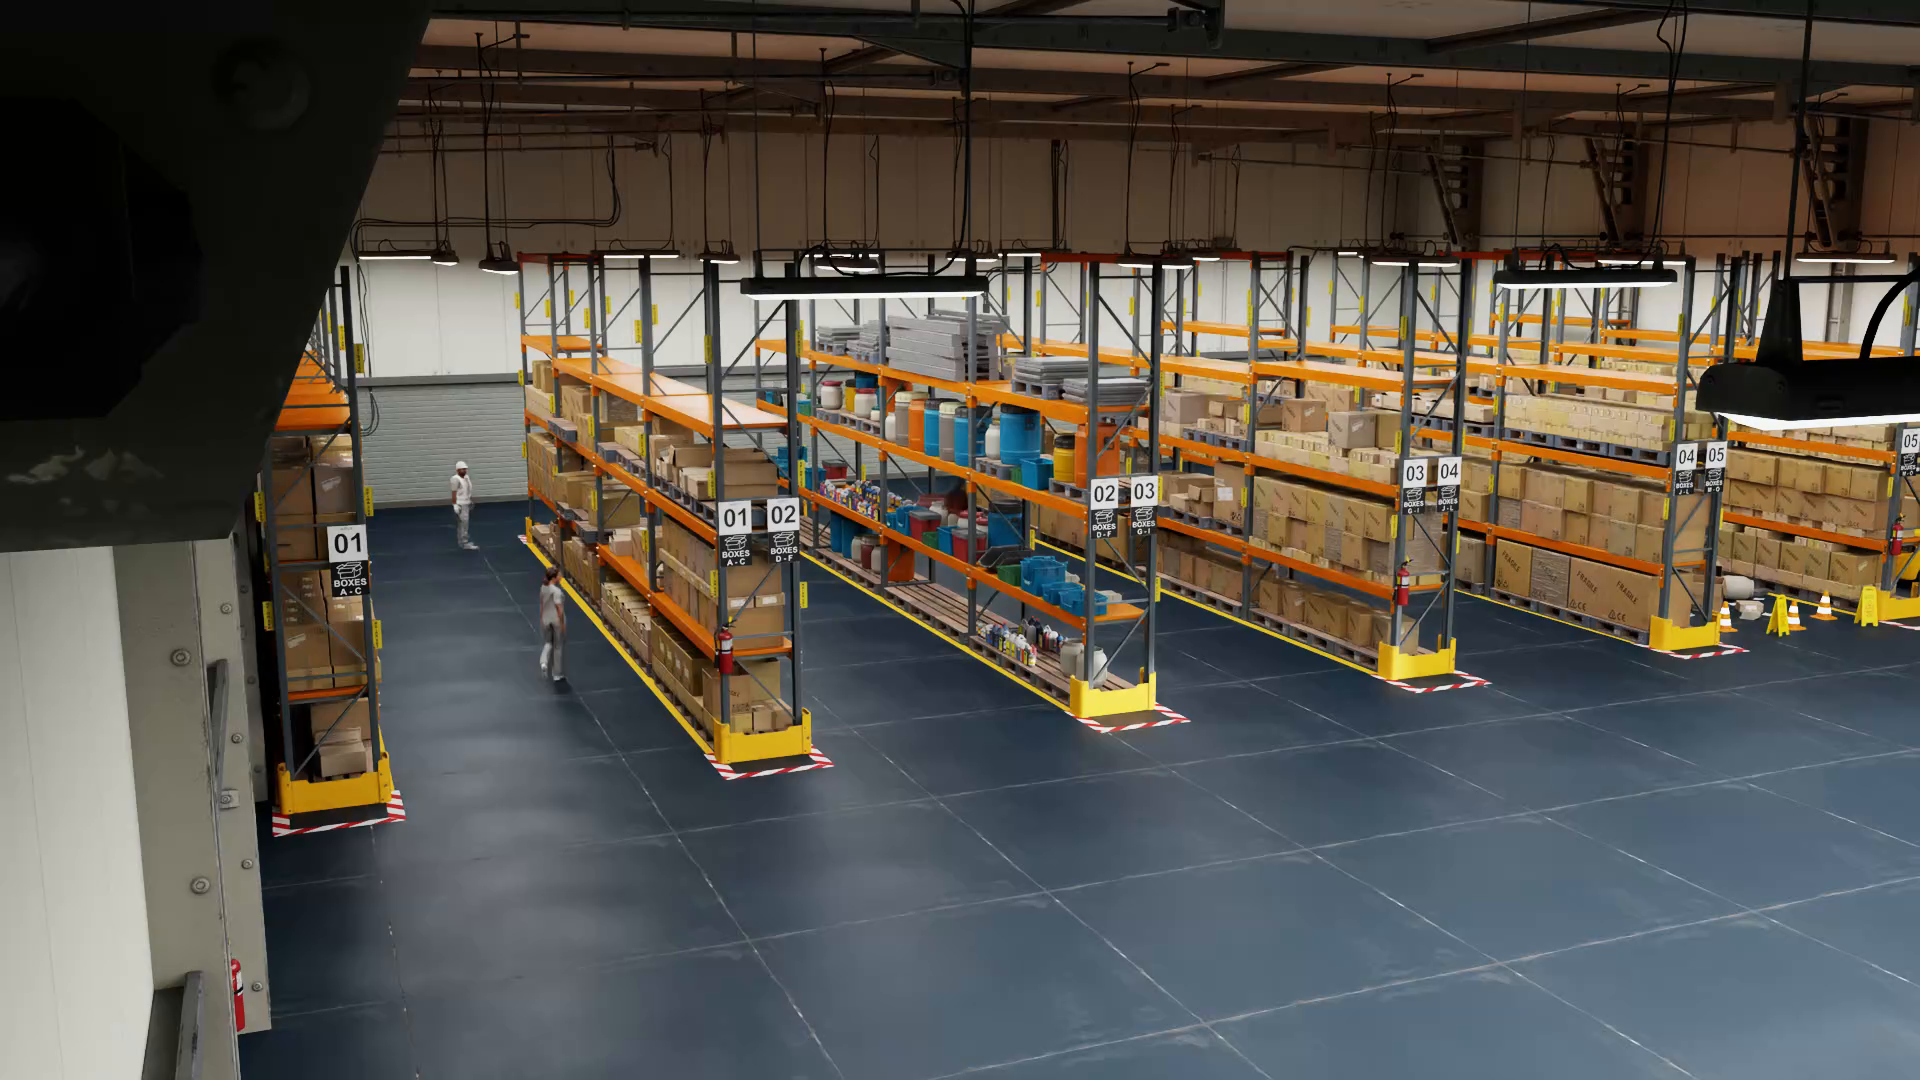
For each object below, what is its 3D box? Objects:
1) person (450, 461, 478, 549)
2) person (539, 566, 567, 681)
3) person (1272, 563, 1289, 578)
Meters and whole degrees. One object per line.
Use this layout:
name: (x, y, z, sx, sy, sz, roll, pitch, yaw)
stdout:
person: (-10.141, -0.731, 34.101, 0.488, 1.792, 0.601, -1, 10, -5)
person: (-5.839, 1.202, 23.761, 0.434, 1.666, 0.523, 2, 11, 11)
person: (5.949, -0.053, 30.664, 0.584, 1.687, 0.422, 6, 12, 29)
